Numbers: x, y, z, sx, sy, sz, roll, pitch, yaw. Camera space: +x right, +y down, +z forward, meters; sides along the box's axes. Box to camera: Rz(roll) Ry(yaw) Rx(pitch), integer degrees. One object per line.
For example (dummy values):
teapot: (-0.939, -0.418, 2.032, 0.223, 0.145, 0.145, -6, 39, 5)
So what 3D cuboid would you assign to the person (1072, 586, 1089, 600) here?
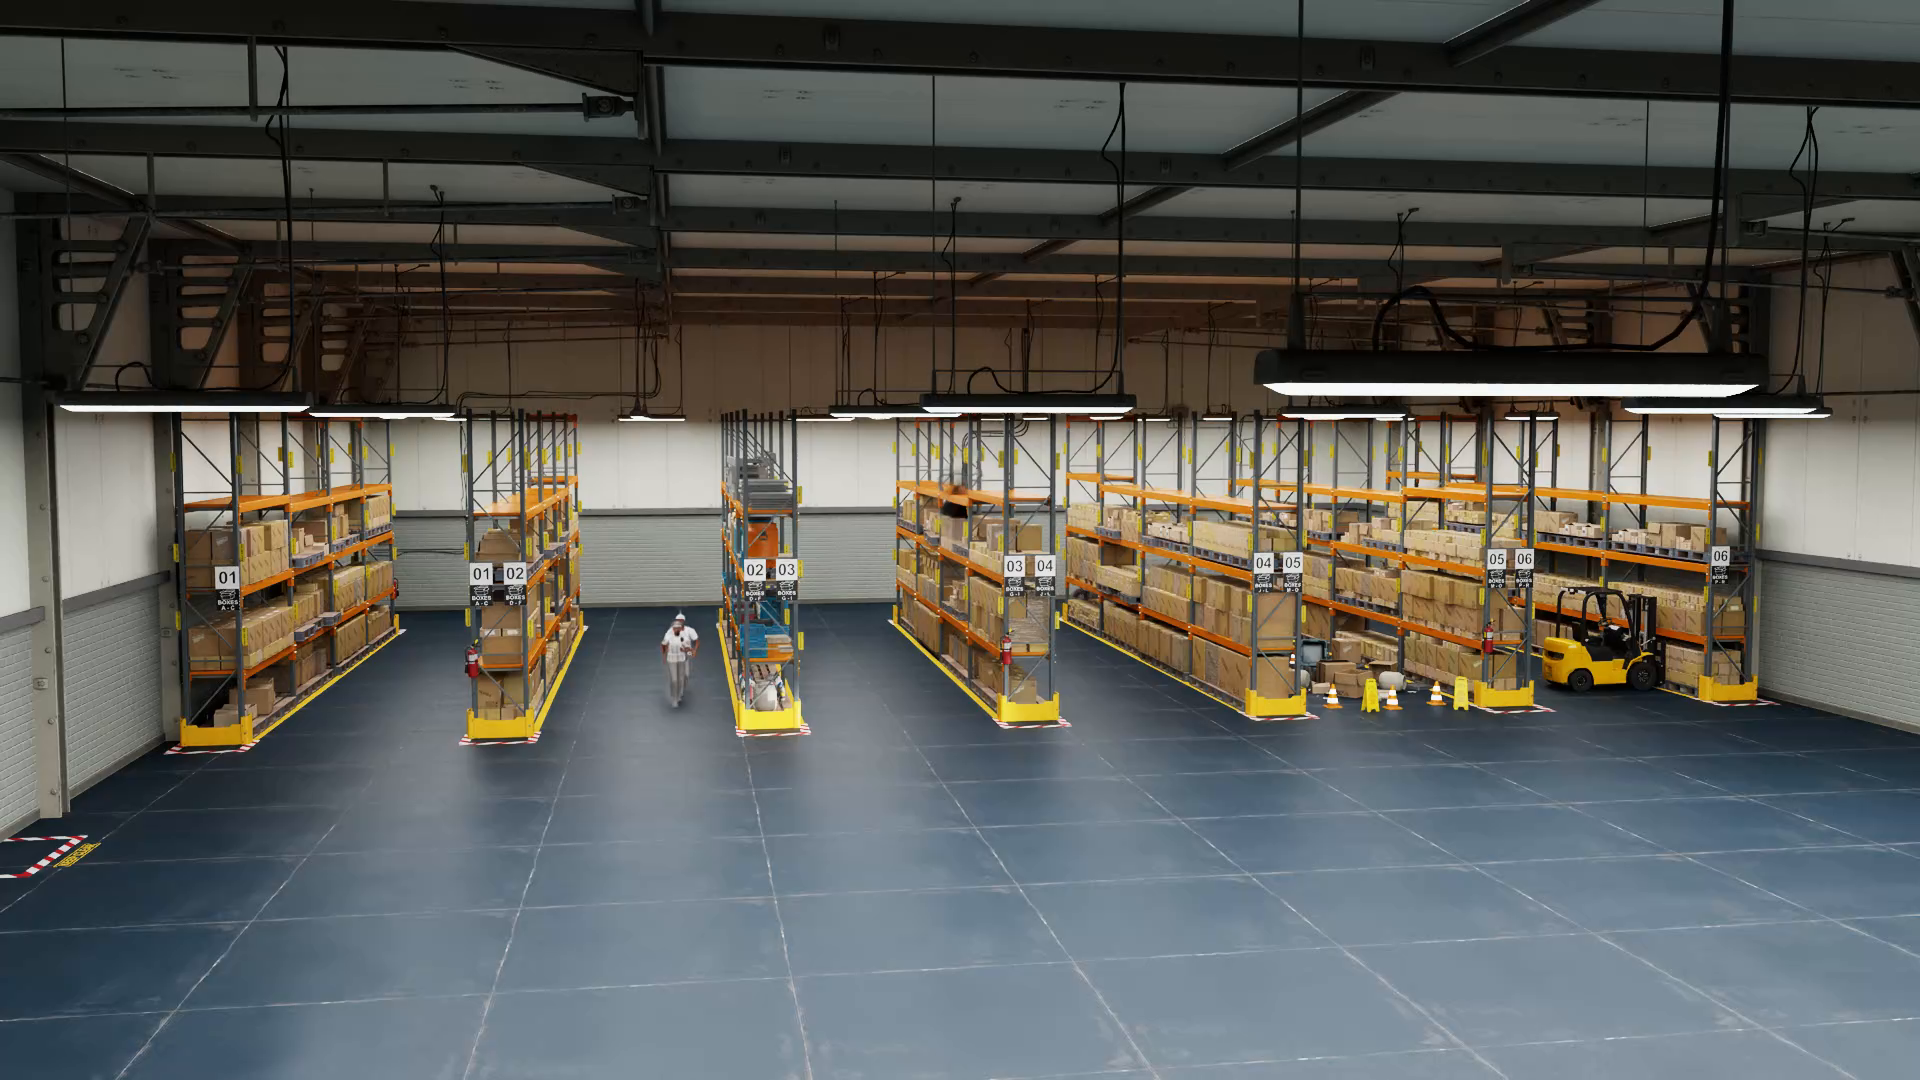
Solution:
person: (3.678, 1.413, 49.909, 0.671, 1.731, 0.712, 2, 4, 26)

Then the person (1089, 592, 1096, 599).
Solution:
person: (4.114, 1.453, 49.932, 0.588, 1.588, 0.598, -1, 4, -8)

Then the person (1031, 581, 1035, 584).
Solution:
person: (2.006, 1.570, 47.166, 0.771, 1.733, 0.810, 0, 4, -1)

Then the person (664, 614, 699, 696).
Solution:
person: (-5.887, 2.415, 35.095, 0.749, 1.723, 0.622, 0, 4, -7)

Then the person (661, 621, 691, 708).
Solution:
person: (-5.769, 2.516, 33.852, 0.547, 1.756, 0.761, -2, 4, -21)
